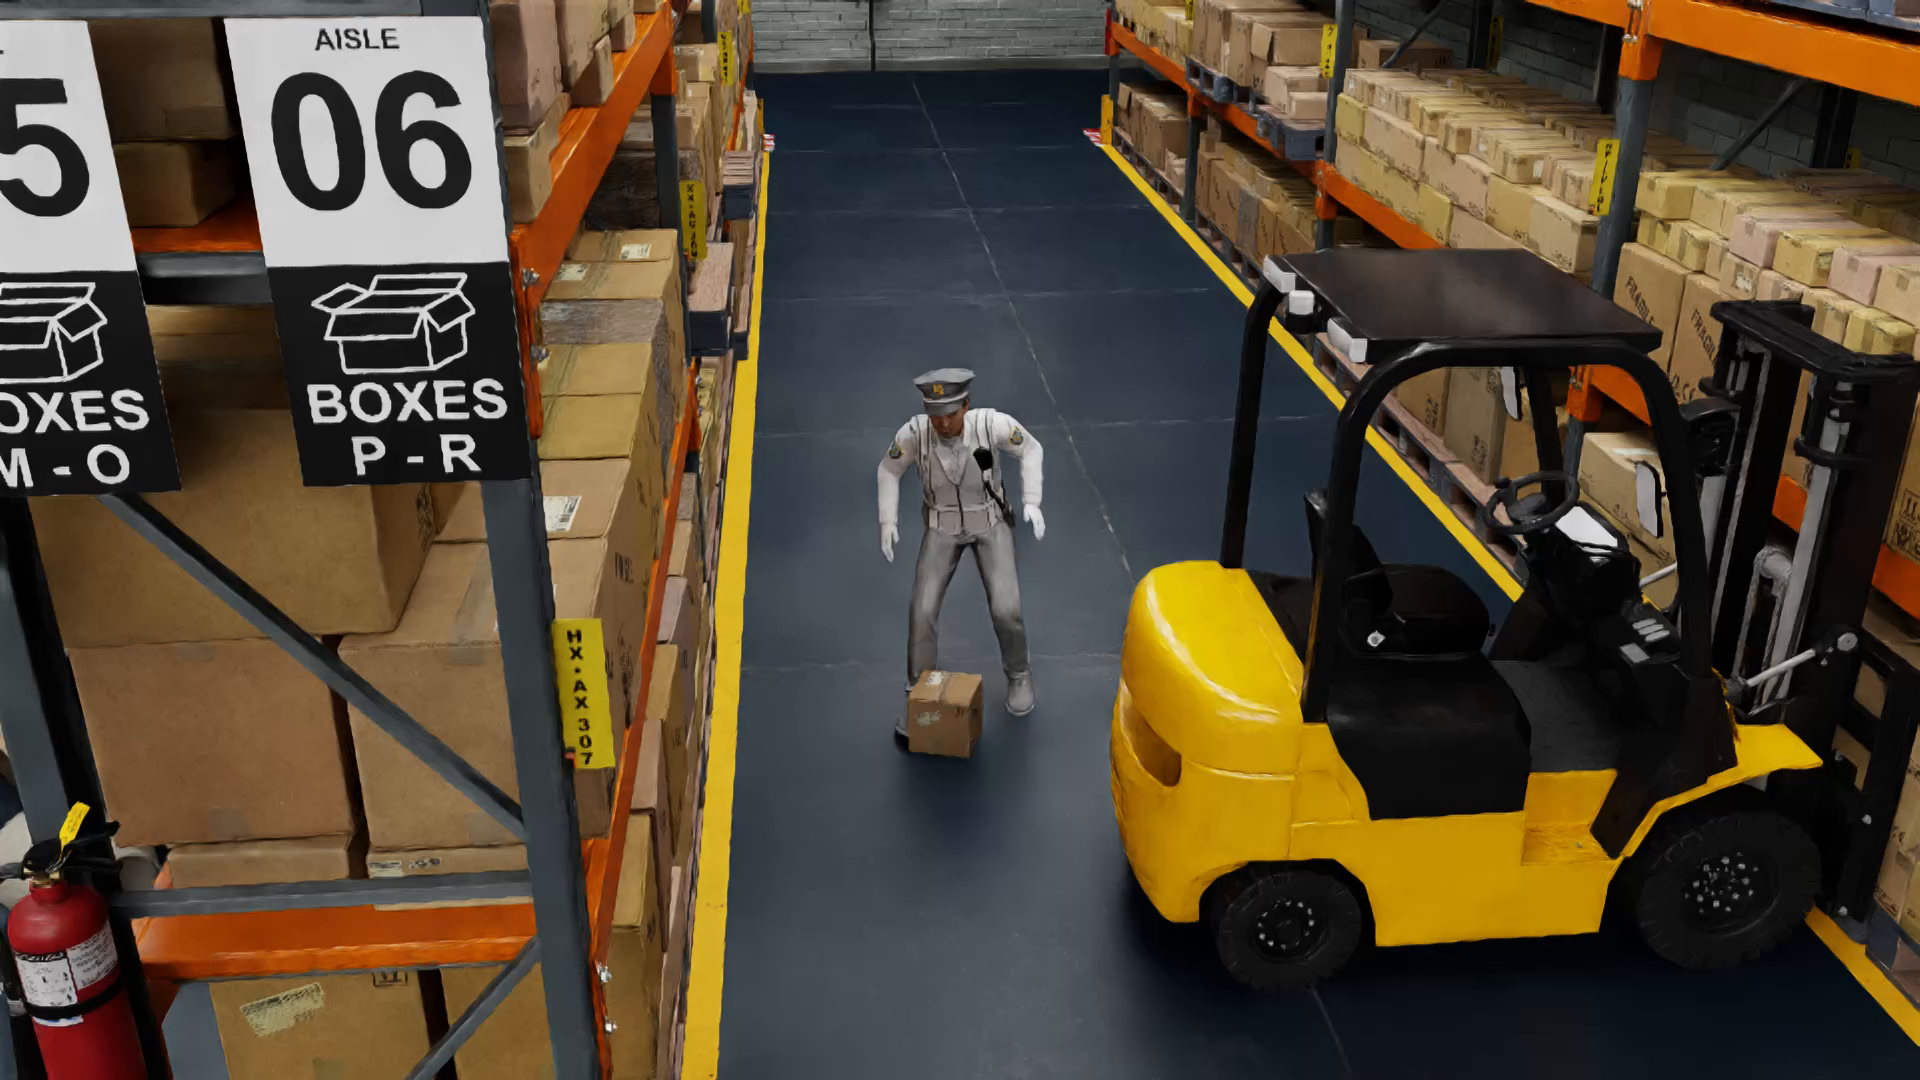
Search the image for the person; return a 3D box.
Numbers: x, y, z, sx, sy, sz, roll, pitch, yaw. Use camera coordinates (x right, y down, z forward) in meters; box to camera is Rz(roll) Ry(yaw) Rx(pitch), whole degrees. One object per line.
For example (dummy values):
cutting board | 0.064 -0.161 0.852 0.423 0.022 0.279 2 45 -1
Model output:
person | -0.015 0.016 6.786 0.711 1.486 0.746 3 24 6
